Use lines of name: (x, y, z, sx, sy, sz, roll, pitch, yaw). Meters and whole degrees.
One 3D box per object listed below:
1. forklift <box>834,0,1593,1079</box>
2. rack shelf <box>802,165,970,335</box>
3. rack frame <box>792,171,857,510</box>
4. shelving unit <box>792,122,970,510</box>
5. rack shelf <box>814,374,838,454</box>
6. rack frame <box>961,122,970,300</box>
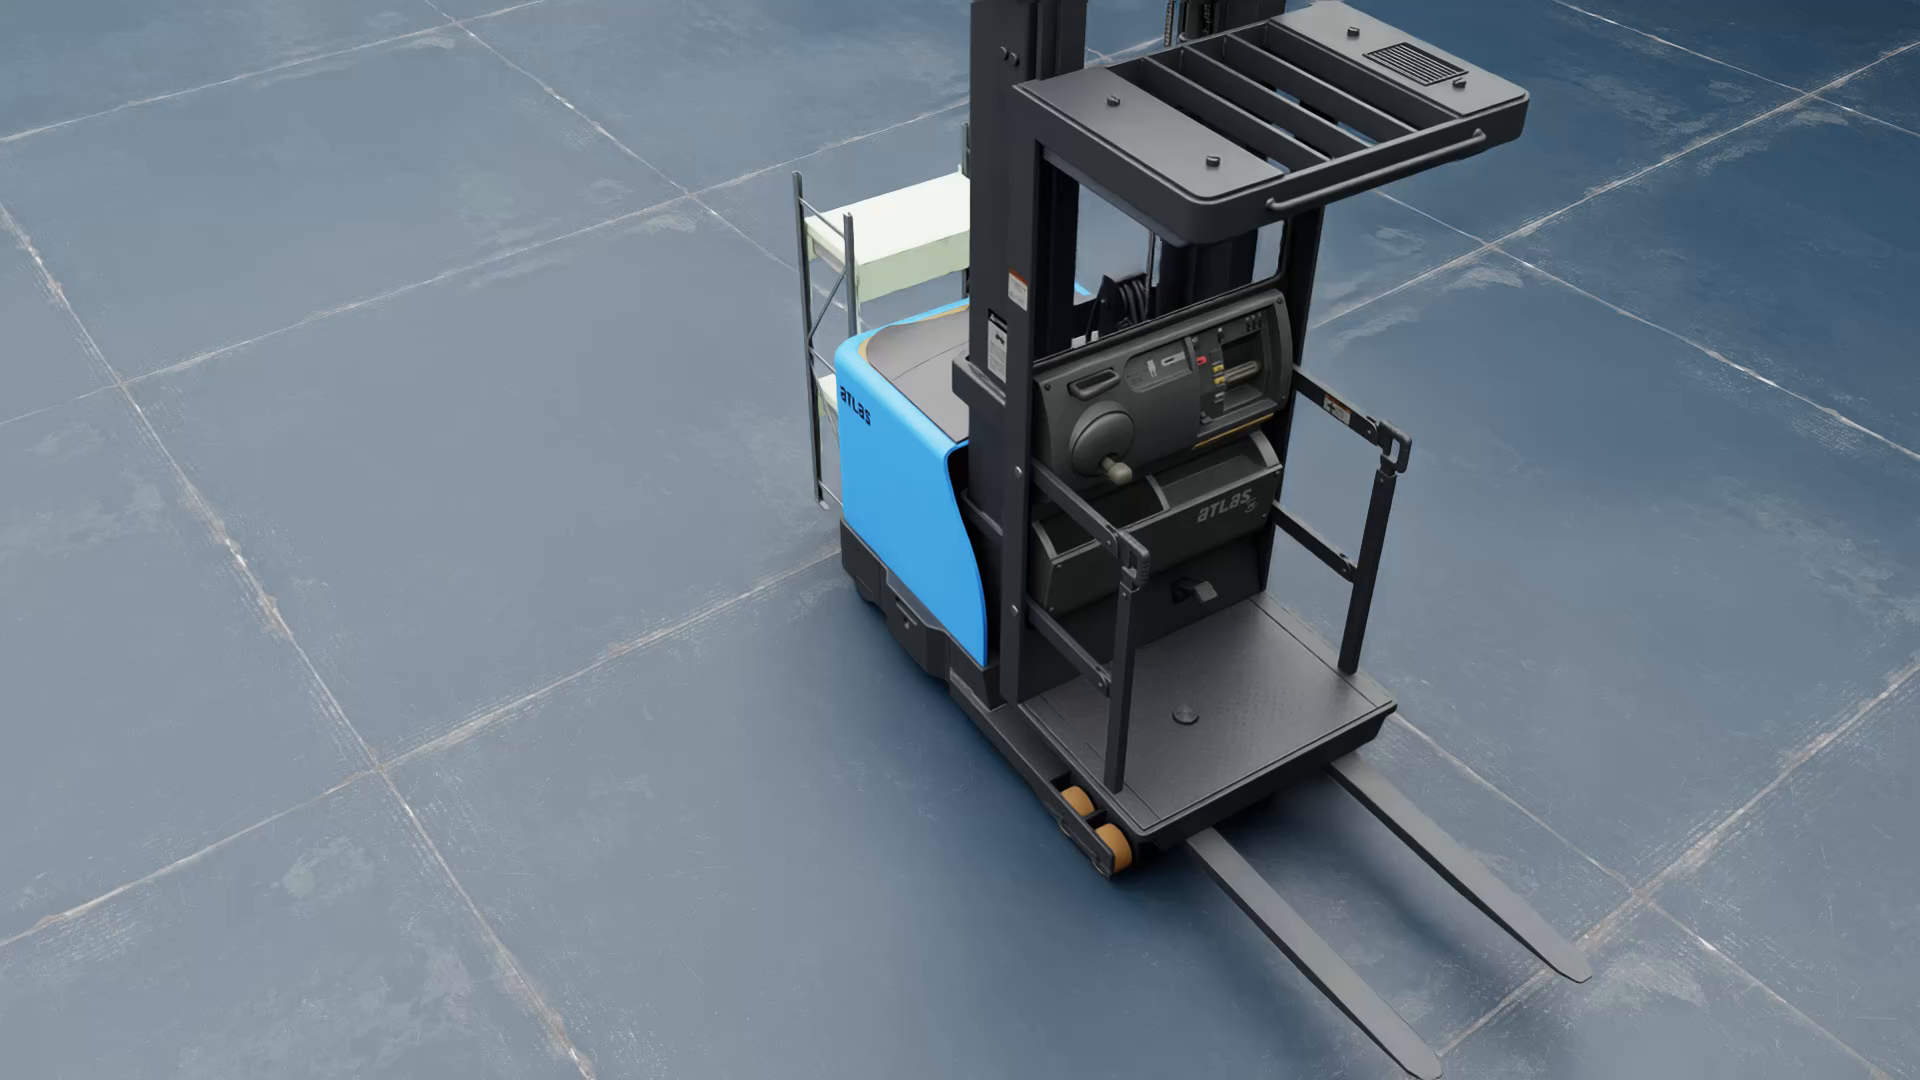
forklift: (0.754, -0.387, 4.911, 1.130, 2.935, 3.031, -22, 44, -25)
rack shelf: (-0.183, -1.076, 6.264, 0.720, 0.370, 0.431, -23, 44, -25)
rack frame: (-0.489, -0.647, 6.357, 0.023, 1.500, 0.400, -23, 44, -25)
shelving unit: (-0.183, -0.775, 6.512, 0.755, 1.500, 0.431, -23, 44, -25)
rack shelf: (-0.183, -0.523, 6.719, 0.720, 0.370, 0.431, -23, 44, -25)
rack frame: (0.123, -0.902, 6.667, 0.023, 1.500, 0.400, -23, 44, -25)
